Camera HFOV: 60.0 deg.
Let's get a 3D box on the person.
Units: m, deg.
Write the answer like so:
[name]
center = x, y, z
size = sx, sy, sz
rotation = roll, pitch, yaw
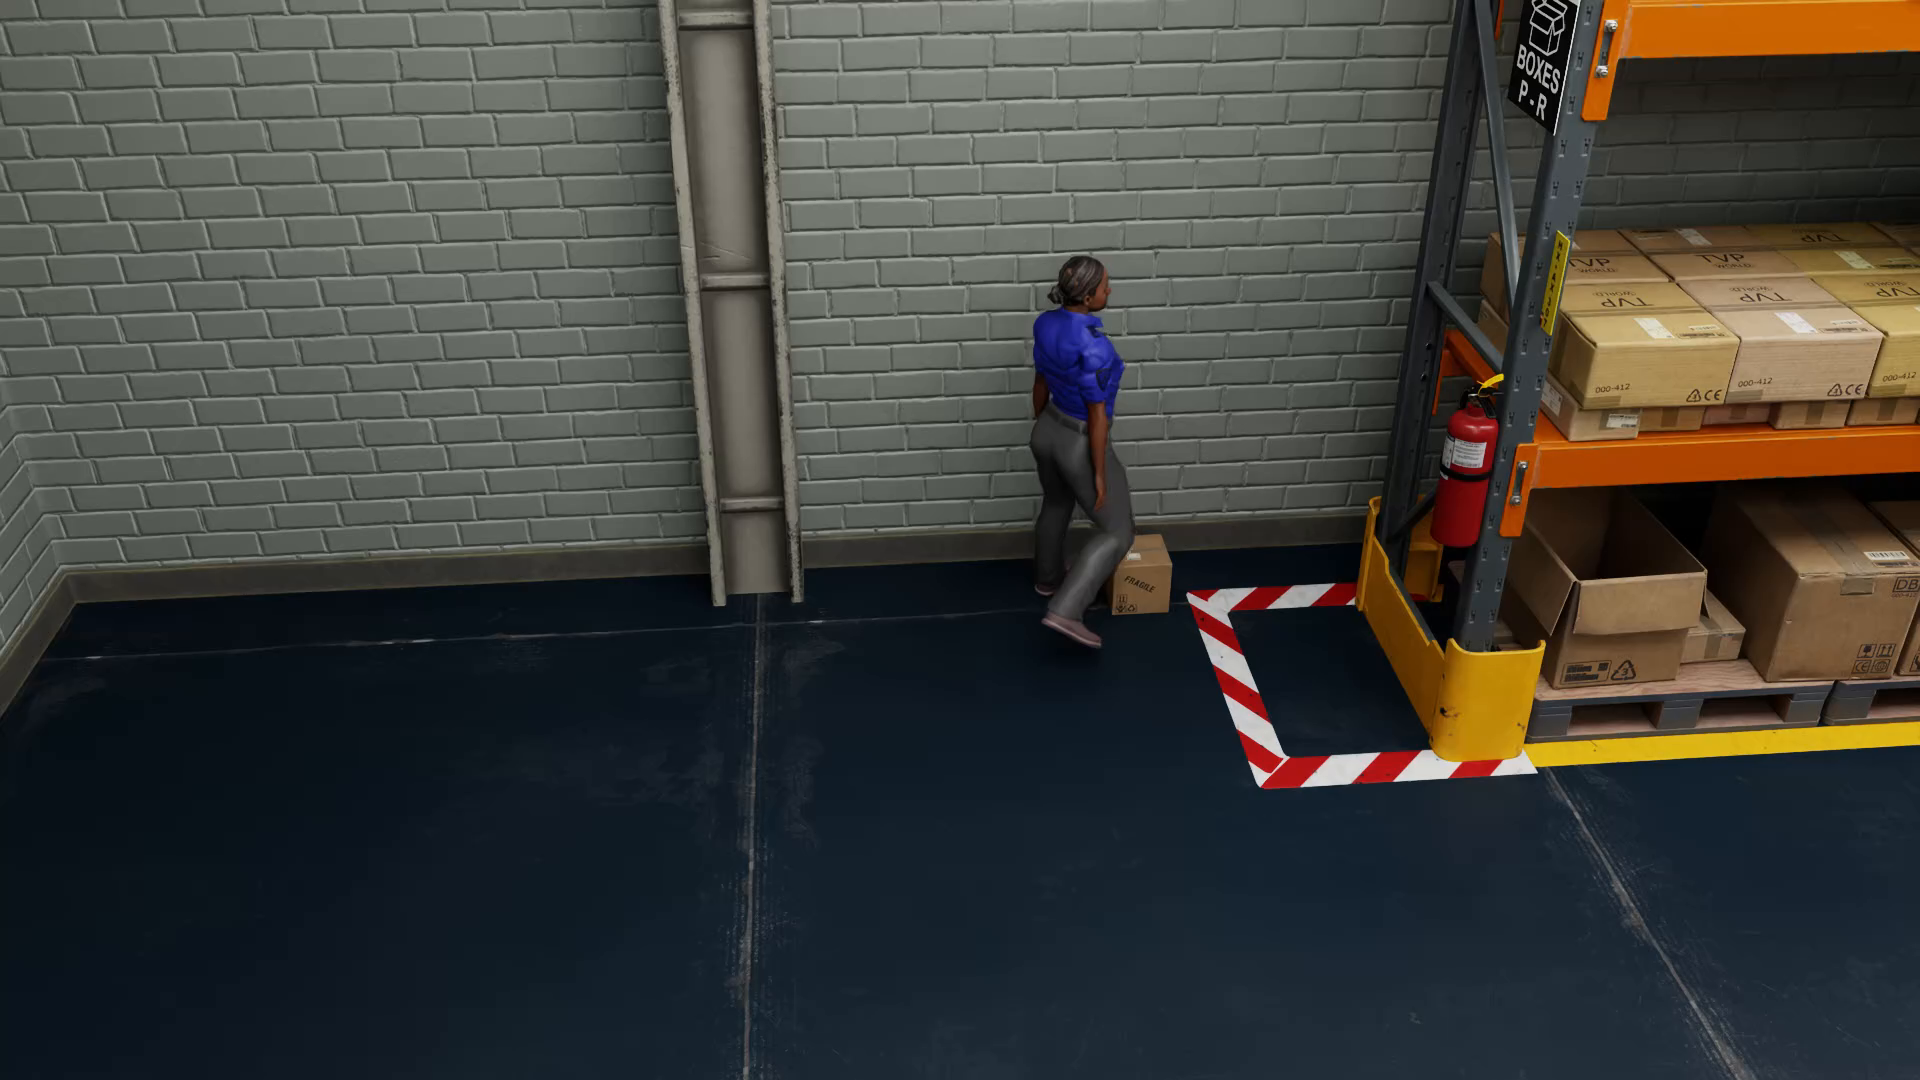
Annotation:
[person]
center = 0.460, -0.365, 6.732
size = 0.600, 1.641, 0.646
rotation = -22, 37, -31
